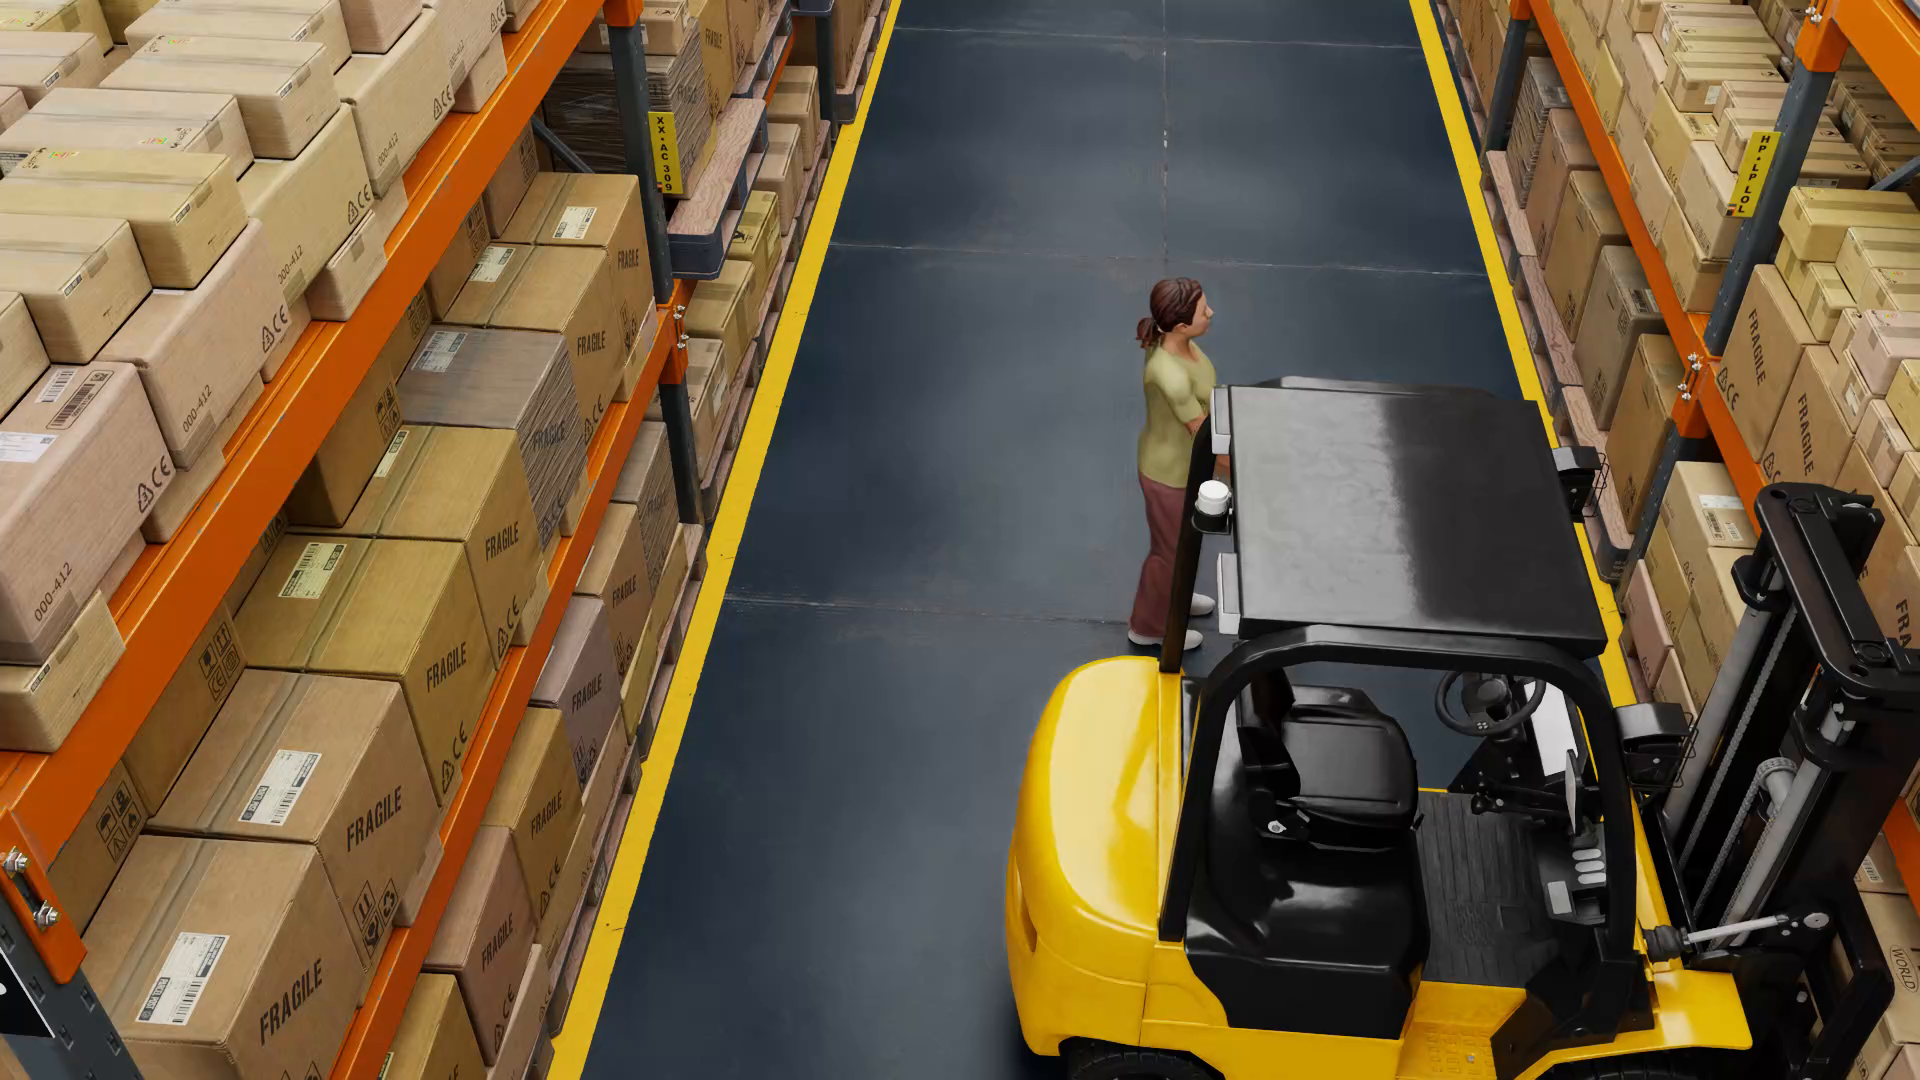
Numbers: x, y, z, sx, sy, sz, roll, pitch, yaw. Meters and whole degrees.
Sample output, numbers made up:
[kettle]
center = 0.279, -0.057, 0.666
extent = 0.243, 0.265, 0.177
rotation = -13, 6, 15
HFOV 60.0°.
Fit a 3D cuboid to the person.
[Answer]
[person]
center = 0.907, -0.287, 6.506
extent = 0.538, 1.668, 0.421
rotation = 3, 40, 4
